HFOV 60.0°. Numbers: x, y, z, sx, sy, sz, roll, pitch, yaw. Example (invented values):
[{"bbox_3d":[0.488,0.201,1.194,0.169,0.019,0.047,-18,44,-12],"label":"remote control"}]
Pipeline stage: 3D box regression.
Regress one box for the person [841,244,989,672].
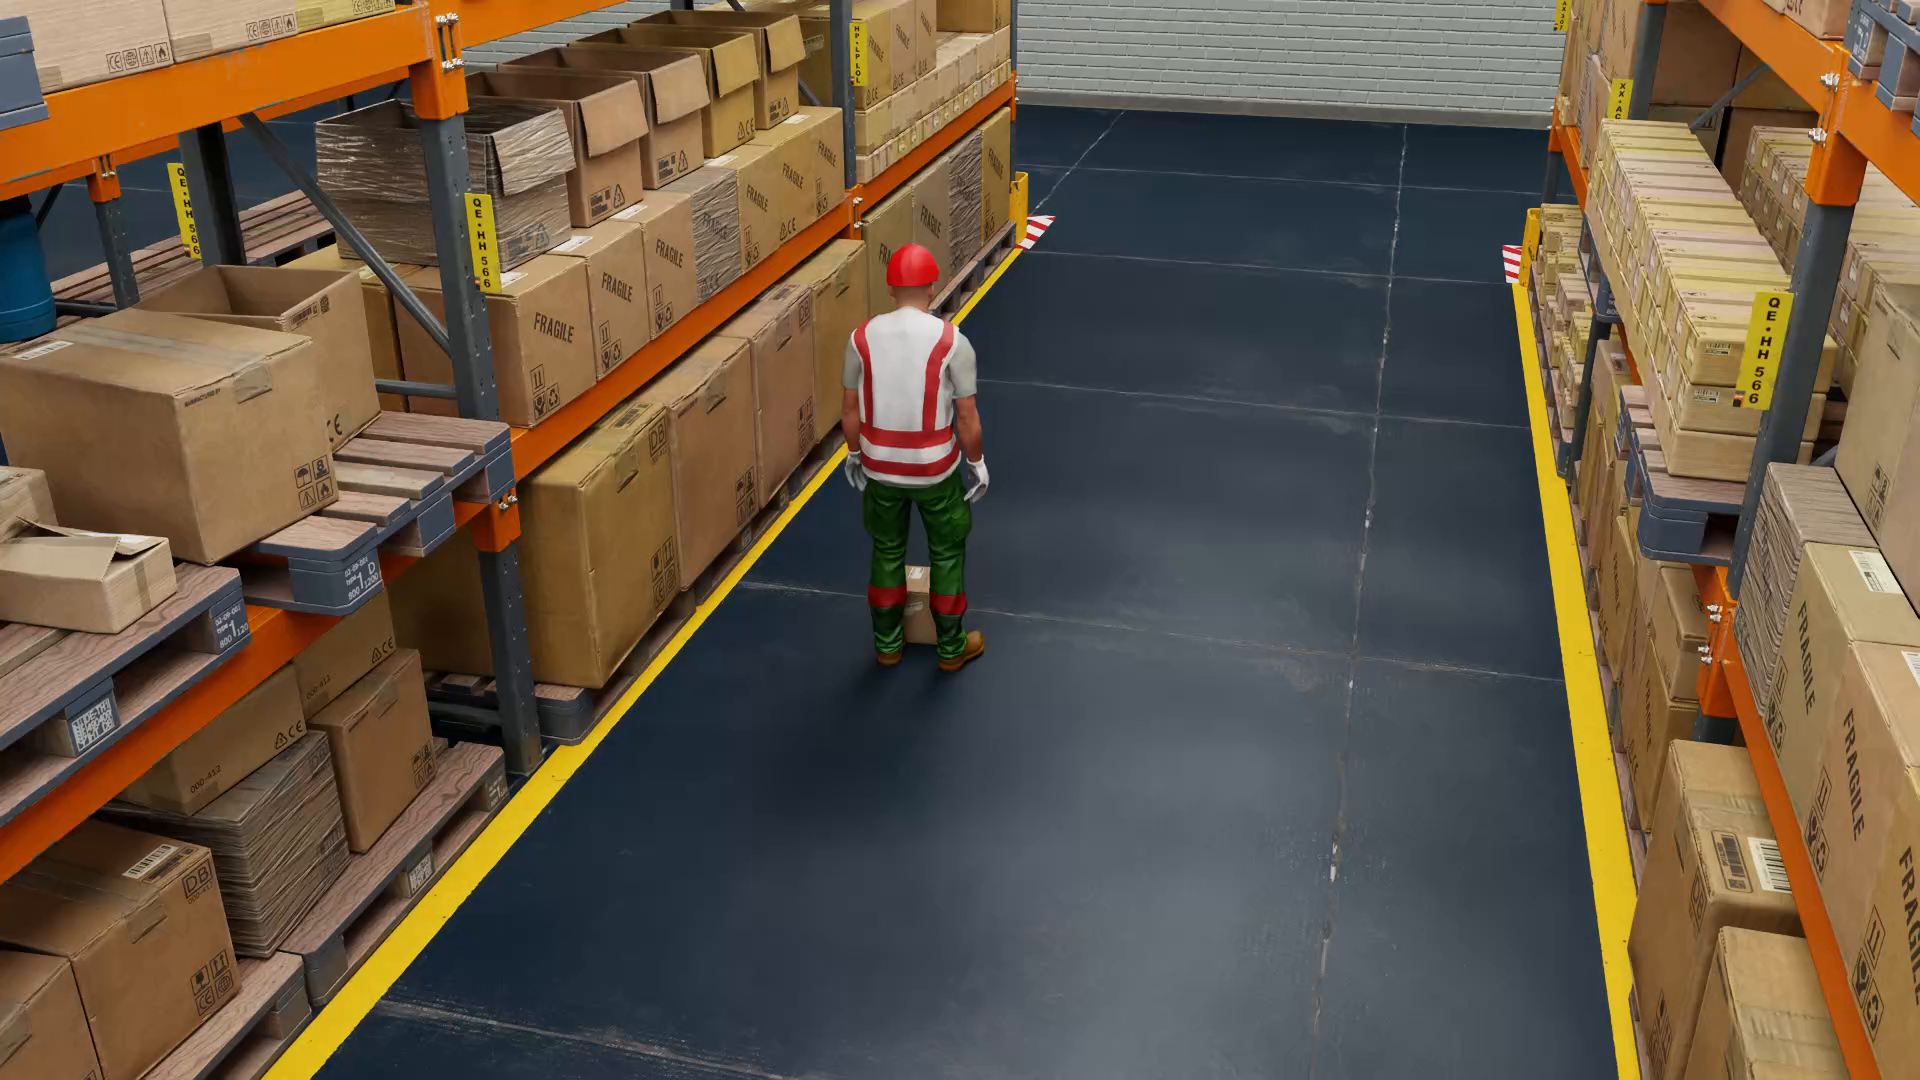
[{"bbox_3d":[-0.180,-0.309,6.751,0.607,1.778,0.452,6,26,13],"label":"person"}]
